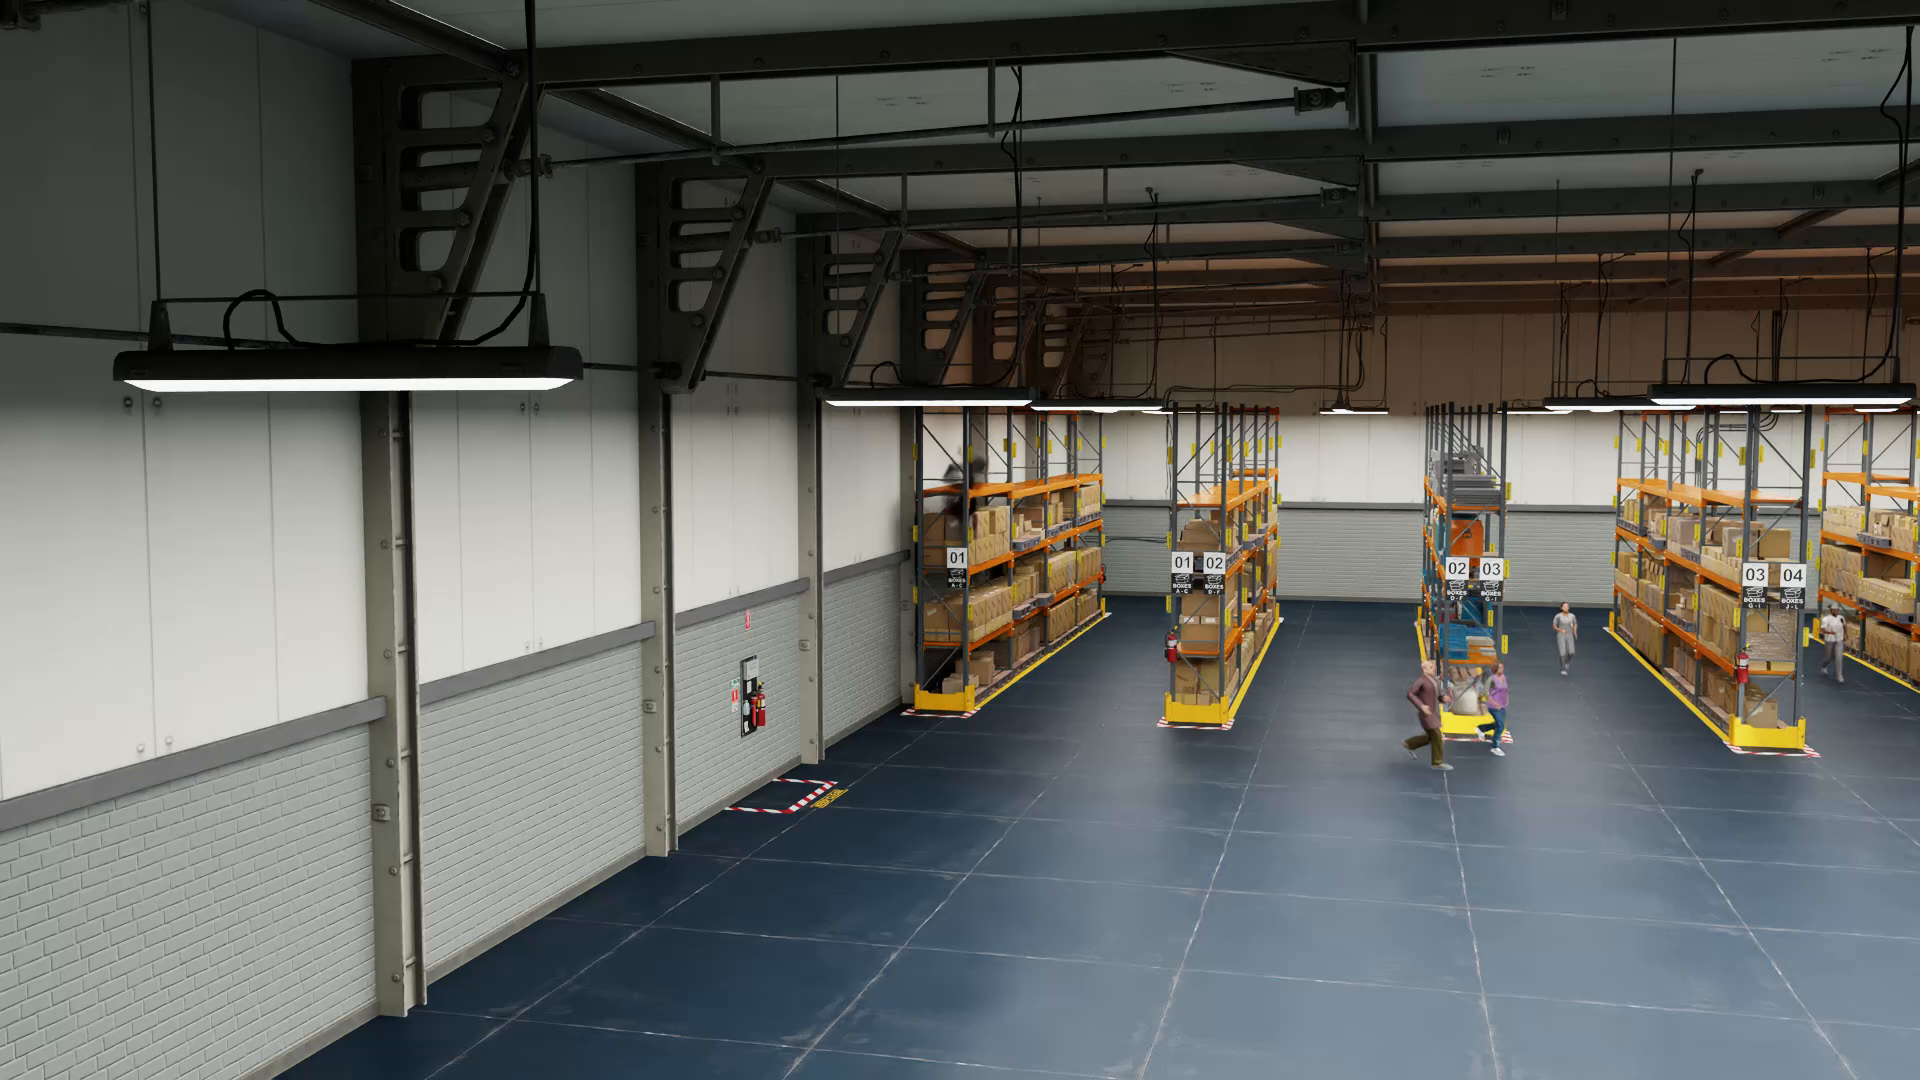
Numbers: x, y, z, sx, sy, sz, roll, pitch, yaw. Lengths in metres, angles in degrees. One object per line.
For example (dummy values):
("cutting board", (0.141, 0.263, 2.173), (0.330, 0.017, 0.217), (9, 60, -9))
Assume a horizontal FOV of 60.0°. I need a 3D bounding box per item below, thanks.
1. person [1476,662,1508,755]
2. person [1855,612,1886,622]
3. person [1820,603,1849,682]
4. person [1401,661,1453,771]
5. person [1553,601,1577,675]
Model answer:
("person", (9.087, 2.853, 28.426), (0.555, 1.590, 0.608), (-3, 5, -34))
("person", (23.964, 1.597, 43.871), (0.898, 1.750, 0.684), (1, 4, 15))
("person", (18.997, 2.195, 36.110), (0.593, 1.660, 1.020), (1, 4, 12))
("person", (7.614, 2.844, 27.102), (0.953, 1.748, 0.720), (4, 6, 41))
("person", (13.464, 2.182, 36.946), (0.558, 1.631, 0.555), (0, 4, 6))
